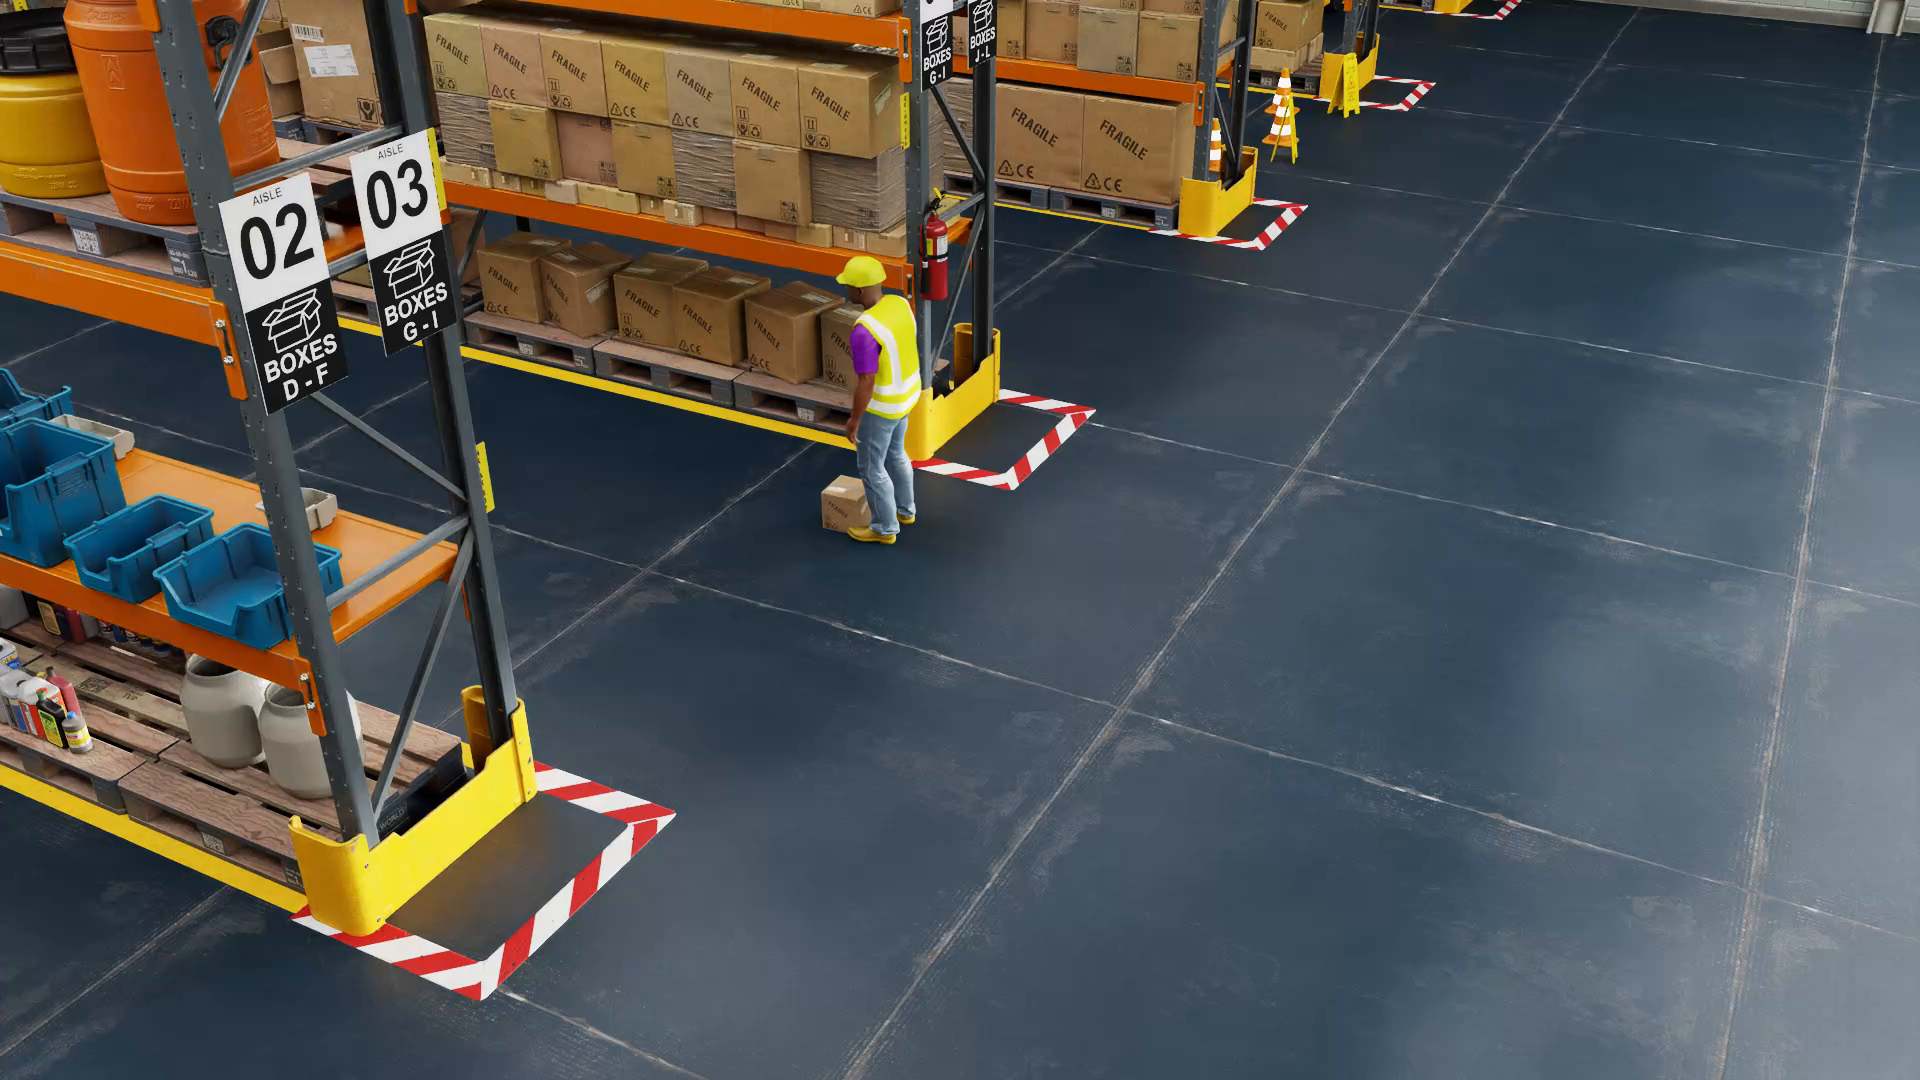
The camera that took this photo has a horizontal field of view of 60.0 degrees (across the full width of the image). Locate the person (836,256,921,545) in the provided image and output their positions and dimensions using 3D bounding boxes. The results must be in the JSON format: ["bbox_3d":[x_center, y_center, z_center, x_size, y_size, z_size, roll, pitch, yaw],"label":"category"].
[{"bbox_3d":[-0.472,-0.815,9.692,0.454,1.761,0.636,13,32,21],"label":"person"}]
